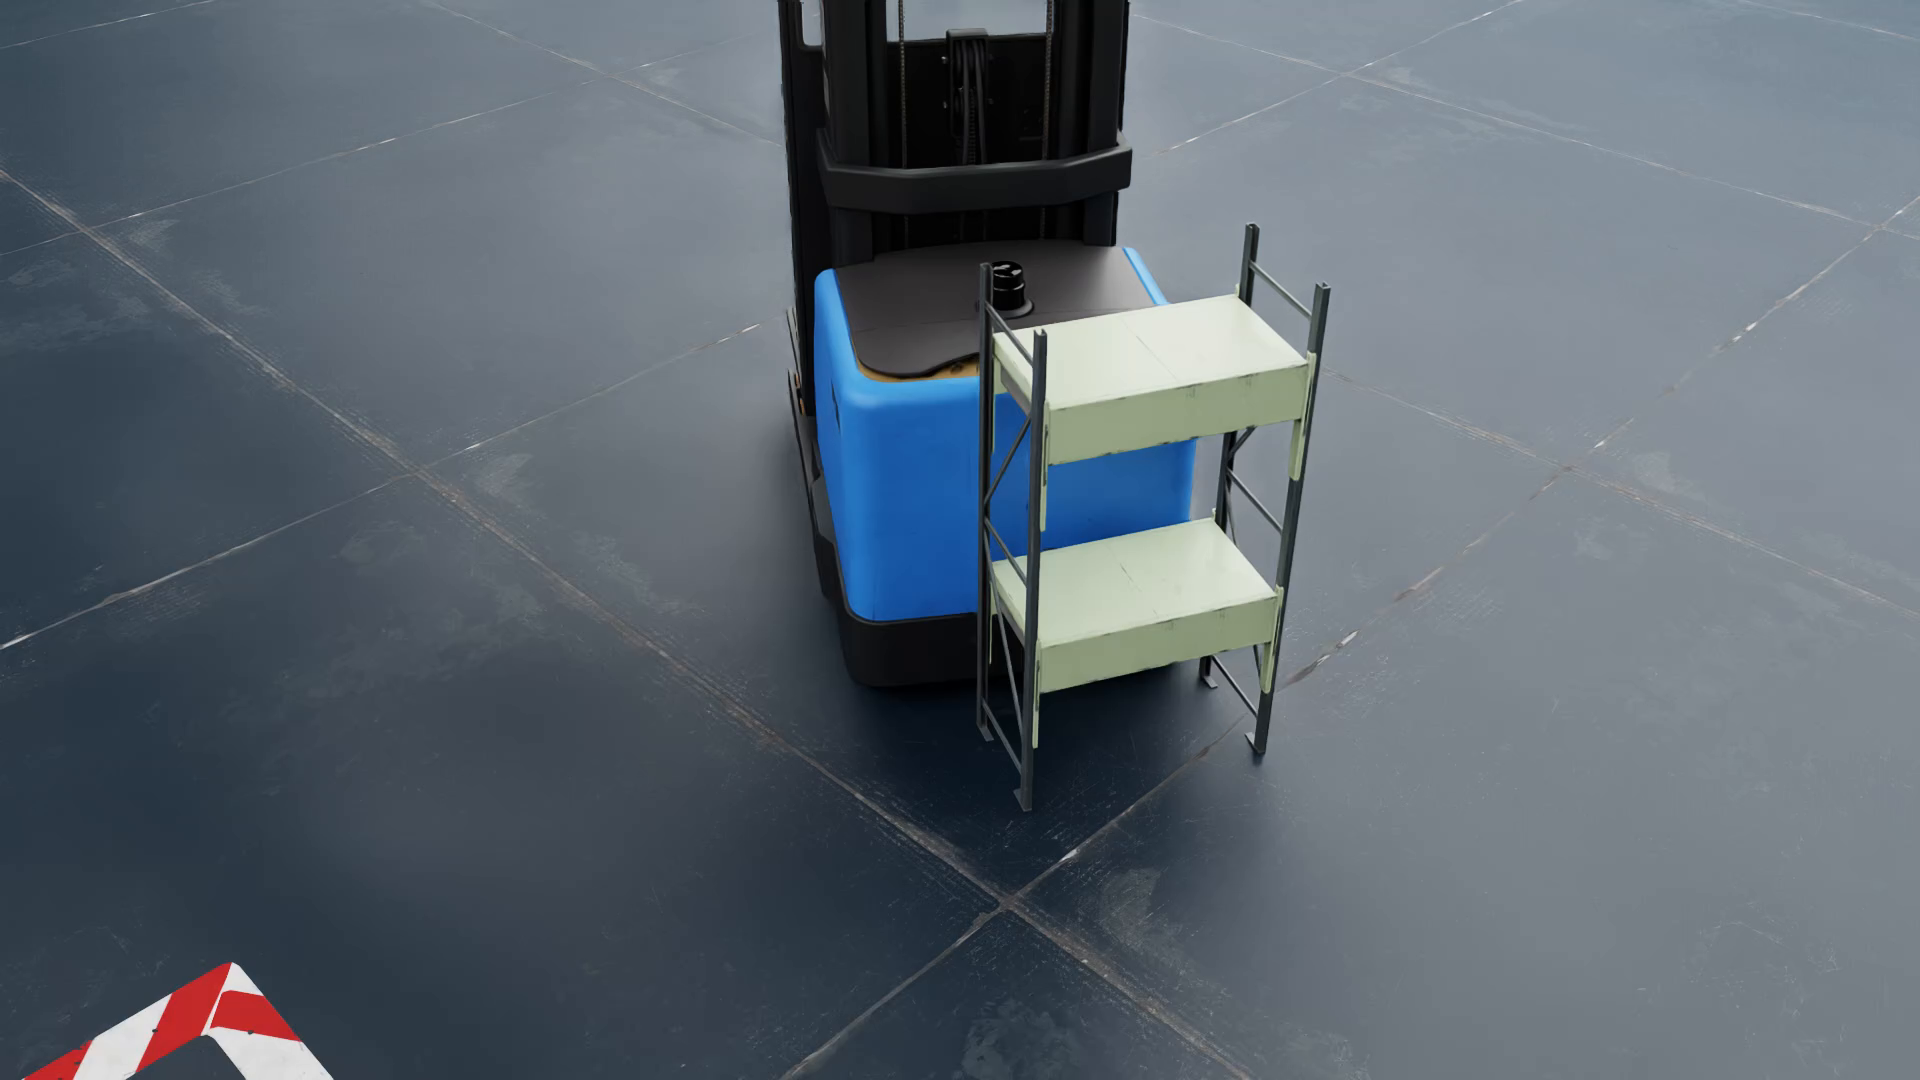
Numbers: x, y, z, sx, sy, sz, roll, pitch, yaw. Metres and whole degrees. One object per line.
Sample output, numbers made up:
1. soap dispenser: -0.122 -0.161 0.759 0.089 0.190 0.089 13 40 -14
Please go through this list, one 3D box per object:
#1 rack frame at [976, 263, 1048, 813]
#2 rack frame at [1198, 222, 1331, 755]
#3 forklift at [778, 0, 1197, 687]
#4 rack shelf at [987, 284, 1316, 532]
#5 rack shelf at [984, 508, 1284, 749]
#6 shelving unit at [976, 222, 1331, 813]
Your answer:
1. rack frame: 0.125 0.039 4.382 0.023 1.500 0.400 -11 36 -16
2. rack frame: 0.816 -0.098 4.580 0.023 1.500 0.400 -11 36 -16
3. forklift: -0.057 -1.595 5.475 1.130 2.935 3.031 -5 35 -8
4. rack shelf: 0.471 -0.350 4.258 0.720 0.370 0.431 -11 36 -16
5. rack shelf: 0.471 0.238 4.668 0.720 0.370 0.431 -11 36 -16
6. shelving unit: 0.471 -0.030 4.481 0.755 1.500 0.431 -11 36 -16
